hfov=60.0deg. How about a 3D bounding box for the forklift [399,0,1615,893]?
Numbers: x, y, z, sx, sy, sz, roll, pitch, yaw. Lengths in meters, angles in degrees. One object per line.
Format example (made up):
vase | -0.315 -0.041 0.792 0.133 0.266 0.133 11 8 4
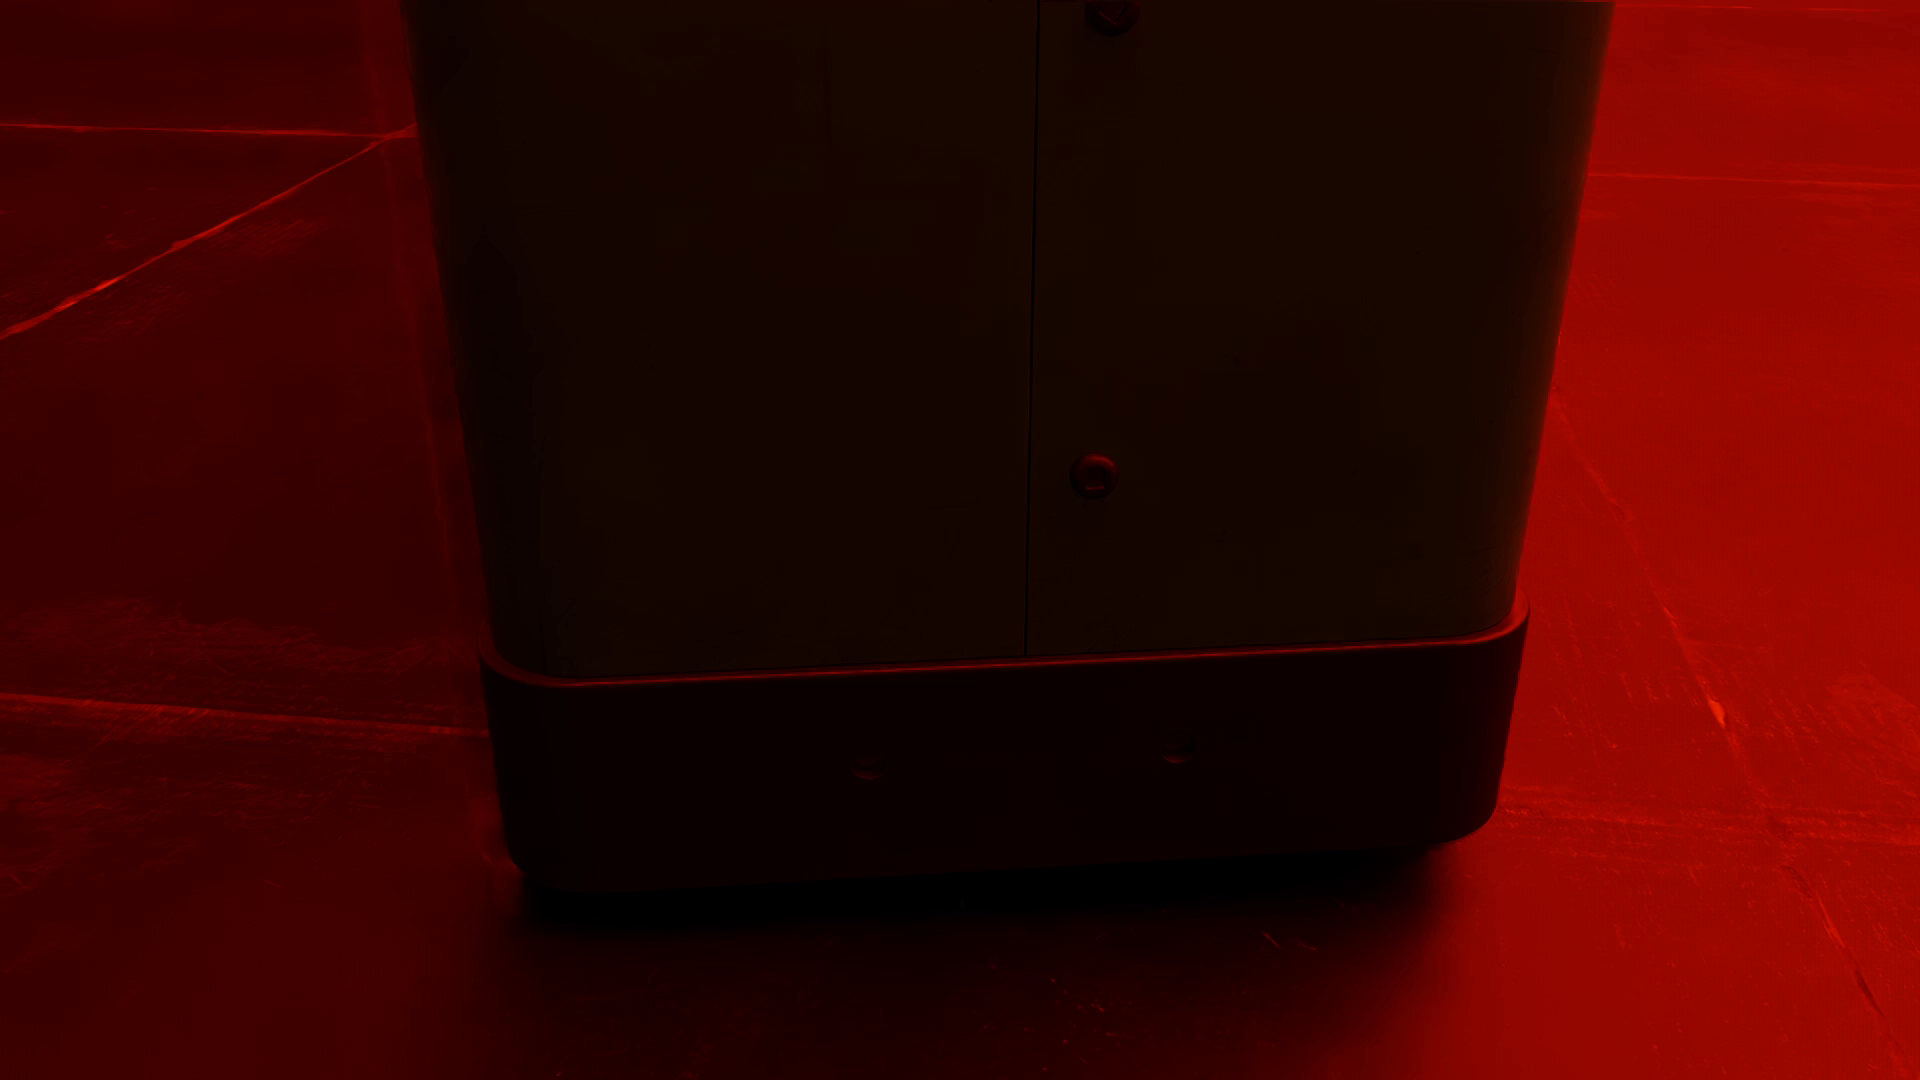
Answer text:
forklift | -0.077 -1.589 2.401 1.130 2.935 3.031 -2 27 -5
